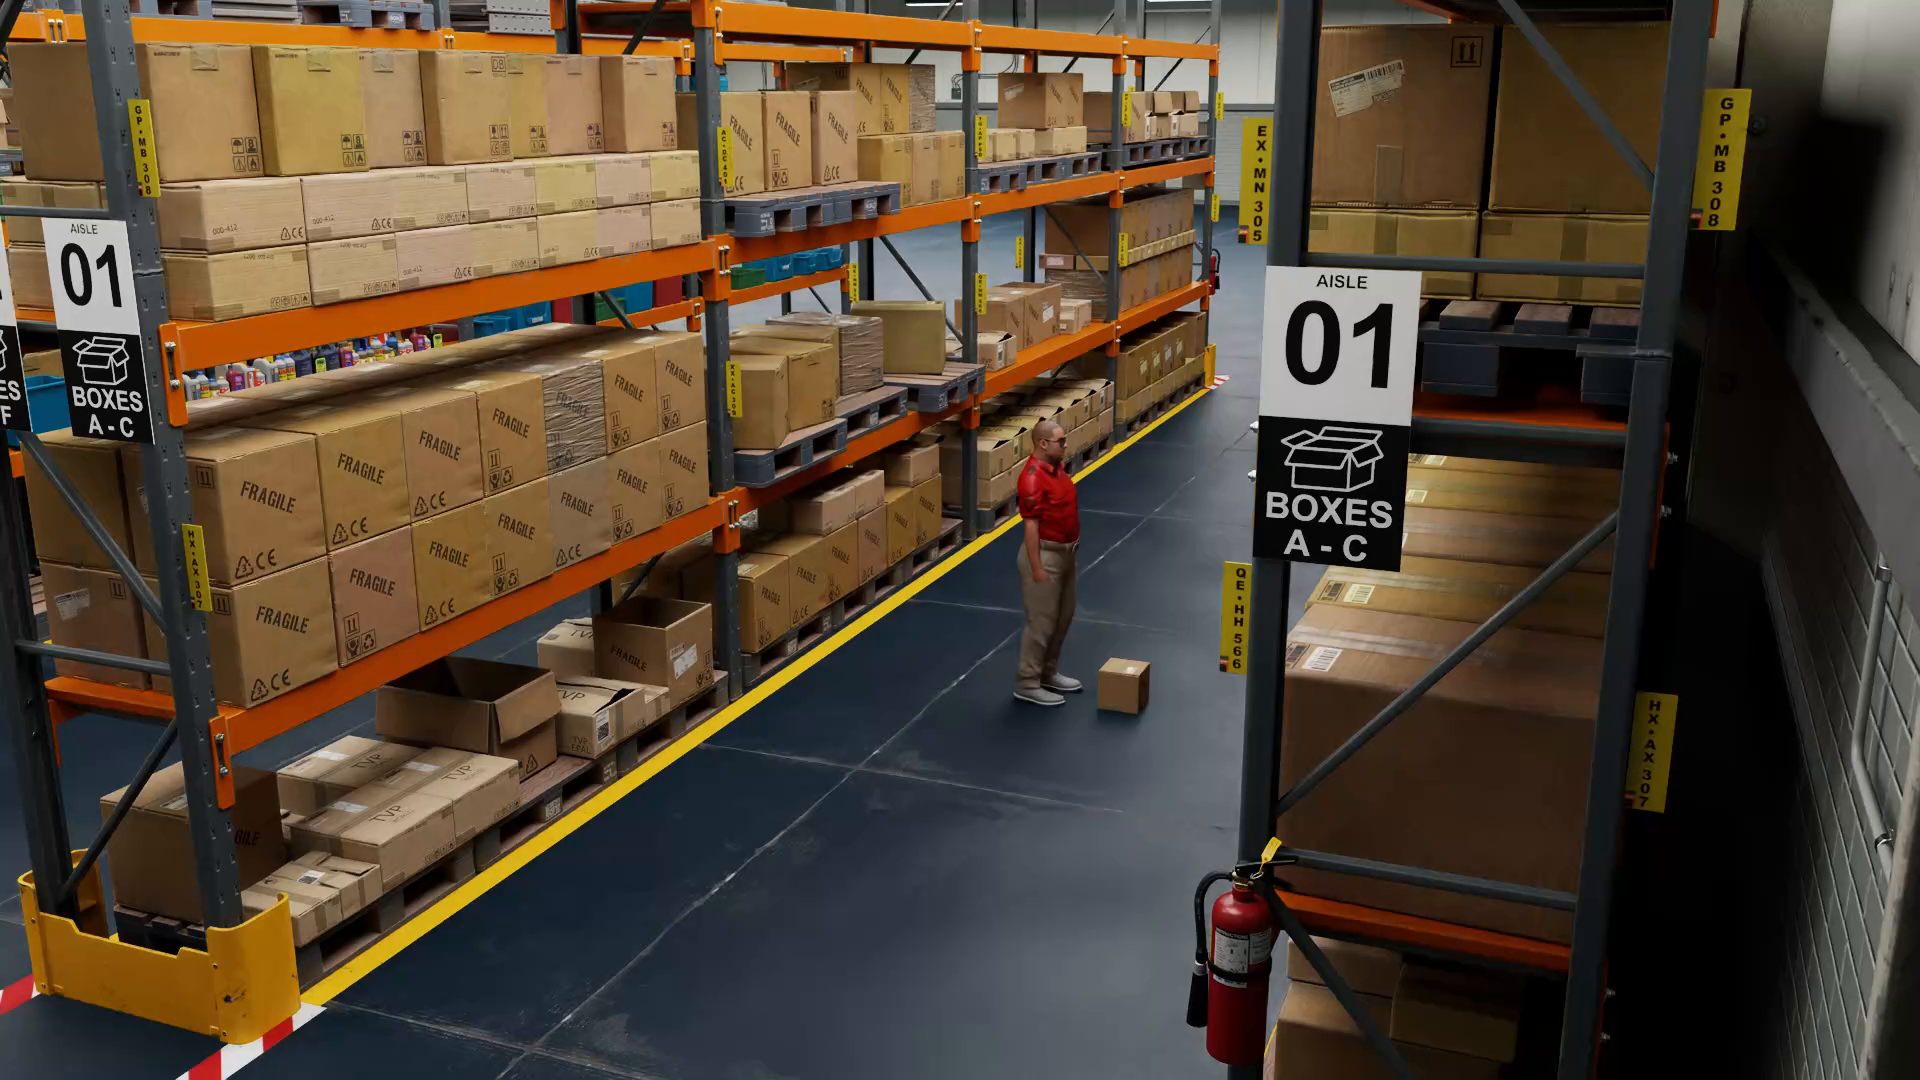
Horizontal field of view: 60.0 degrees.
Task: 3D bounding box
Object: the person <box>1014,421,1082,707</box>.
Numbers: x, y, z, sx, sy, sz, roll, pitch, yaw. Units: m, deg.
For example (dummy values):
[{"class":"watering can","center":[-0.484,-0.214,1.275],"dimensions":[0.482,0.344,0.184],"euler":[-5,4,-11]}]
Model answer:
[{"class":"person","center":[0.559,0.173,10.119],"dimensions":[0.355,1.628,0.527],"euler":[6,17,22]}]
